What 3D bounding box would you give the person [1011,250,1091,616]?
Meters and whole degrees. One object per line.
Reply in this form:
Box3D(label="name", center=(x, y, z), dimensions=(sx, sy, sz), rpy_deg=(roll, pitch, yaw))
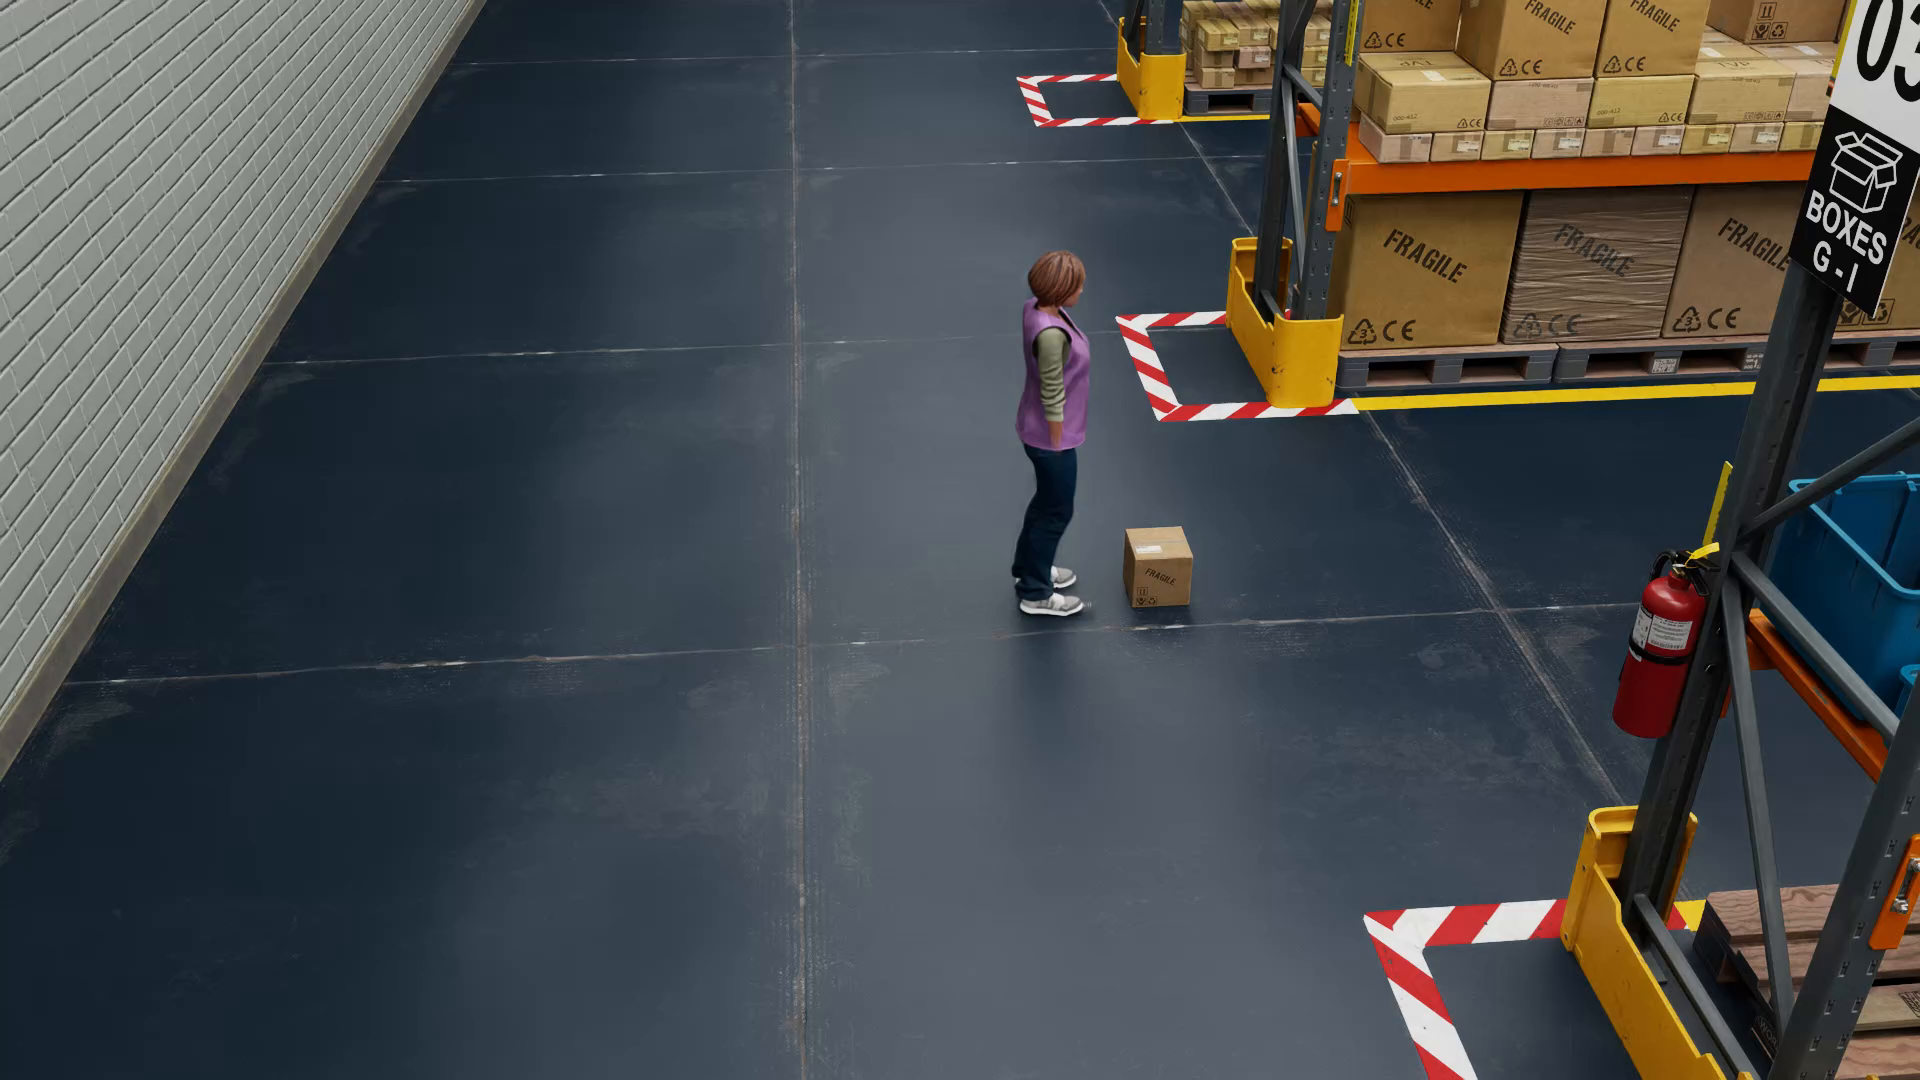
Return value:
Box3D(label="person", center=(0.377, -0.439, 6.868), dimensions=(0.302, 1.591, 0.406), rpy_deg=(-2, 32, -3))
